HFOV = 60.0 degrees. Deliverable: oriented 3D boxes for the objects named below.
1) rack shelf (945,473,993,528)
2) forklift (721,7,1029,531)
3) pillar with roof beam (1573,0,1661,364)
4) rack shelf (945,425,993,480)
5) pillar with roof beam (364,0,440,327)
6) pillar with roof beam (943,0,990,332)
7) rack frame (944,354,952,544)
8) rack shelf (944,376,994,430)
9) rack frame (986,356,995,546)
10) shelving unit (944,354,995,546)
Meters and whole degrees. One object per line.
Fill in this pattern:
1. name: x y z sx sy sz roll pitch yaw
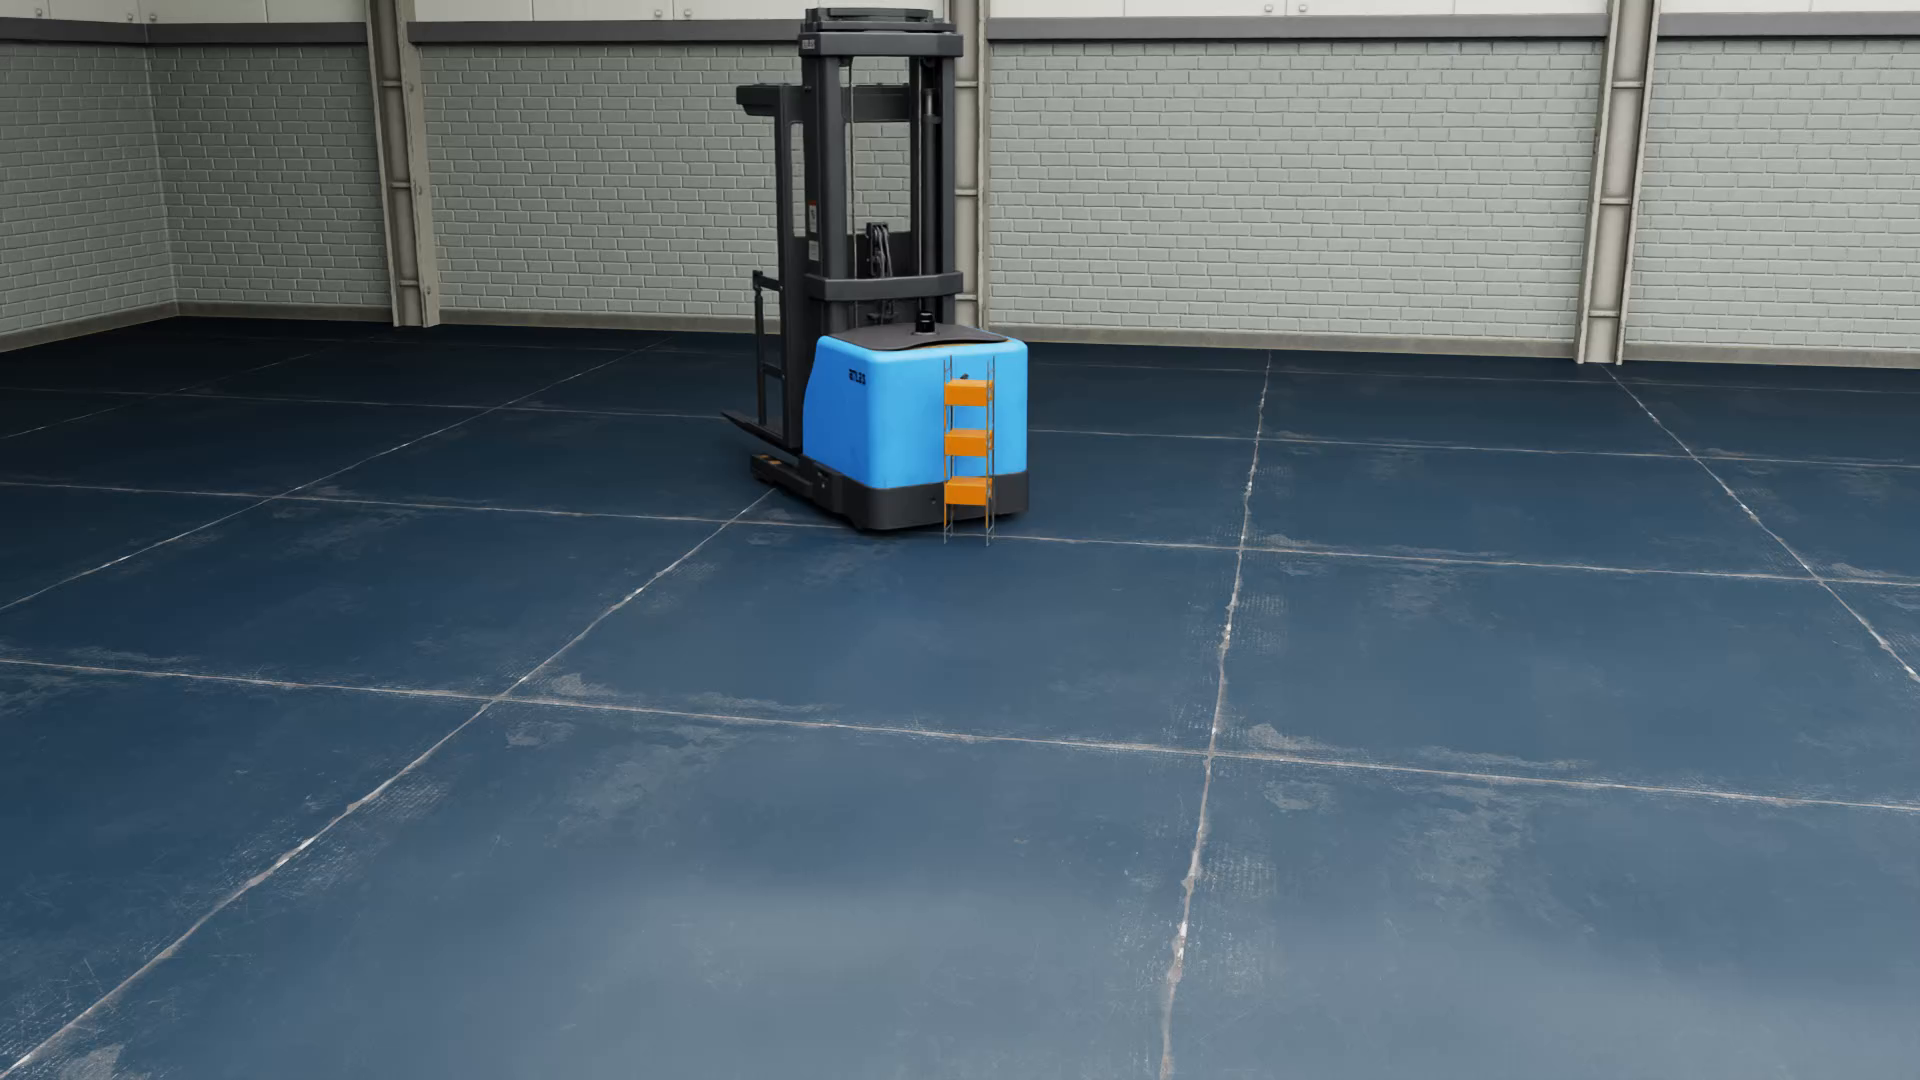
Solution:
1. rack shelf: 0.052 -0.225 9.419 0.240 0.259 0.215 3 16 11
2. forklift: -0.724 -1.812 10.545 1.130 2.935 3.031 -8 17 -27
3. pillar with roof beam: 5.087 -4.880 10.251 0.400 9.000 9.100 3 16 11
4. rack shelf: 0.052 -0.493 9.344 0.240 0.259 0.215 3 16 11
5. pillar with roof beam: -6.673 -5.518 12.556 0.400 9.000 9.100 3 16 11
6. pillar with roof beam: -0.793 -5.199 11.403 0.400 9.000 9.100 3 16 11
7. rack frame: -0.067 -0.510 9.365 0.008 1.050 0.200 3 16 11
8. rack shelf: 0.052 -0.766 9.269 0.240 0.259 0.215 3 16 11
9. rack frame: 0.172 -0.497 9.318 0.008 1.050 0.200 3 16 11
10. shelving unit: 0.052 -0.503 9.342 0.252 1.050 0.215 3 16 11
